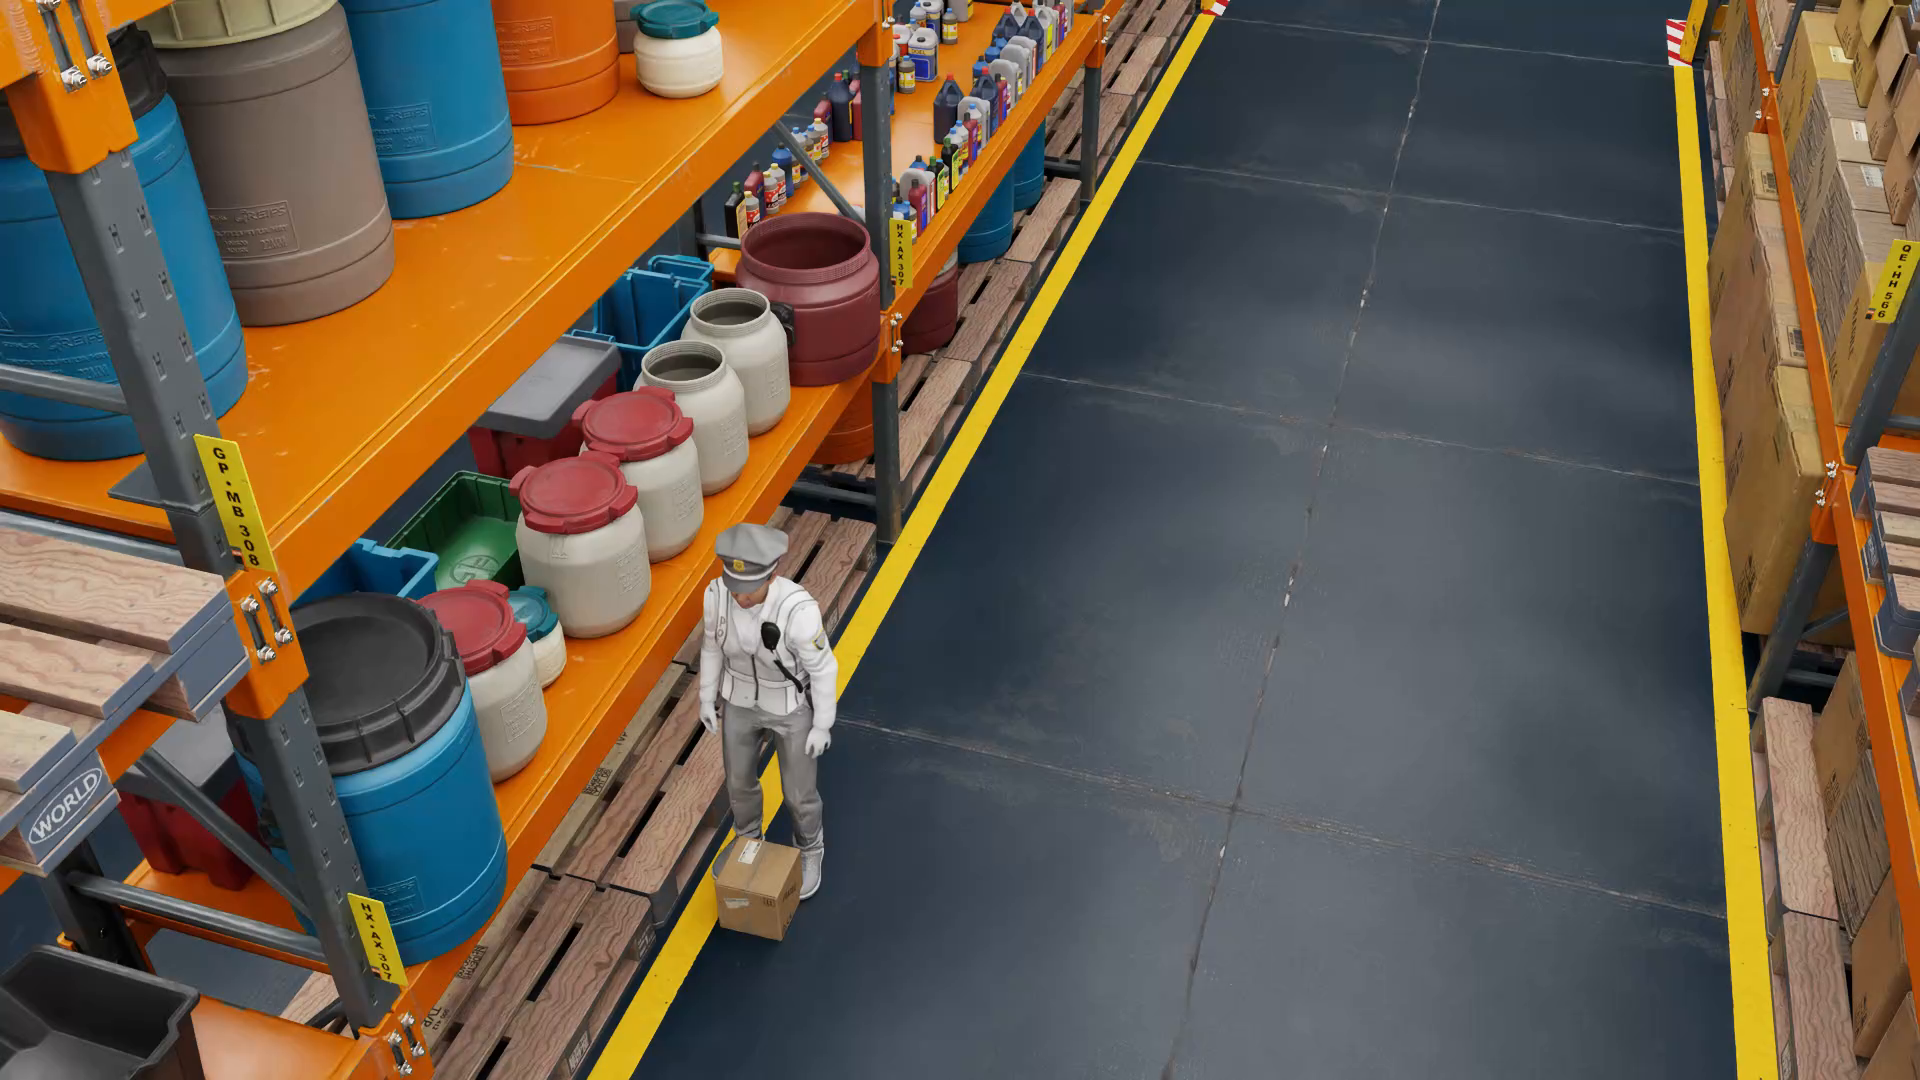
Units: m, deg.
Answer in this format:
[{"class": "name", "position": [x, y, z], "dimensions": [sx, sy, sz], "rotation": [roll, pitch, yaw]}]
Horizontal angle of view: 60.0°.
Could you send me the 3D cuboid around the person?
[{"class": "person", "position": [-0.699, 0.620, 6.072], "dimensions": [0.529, 1.664, 0.371], "rotation": [11, 39, 14]}]
